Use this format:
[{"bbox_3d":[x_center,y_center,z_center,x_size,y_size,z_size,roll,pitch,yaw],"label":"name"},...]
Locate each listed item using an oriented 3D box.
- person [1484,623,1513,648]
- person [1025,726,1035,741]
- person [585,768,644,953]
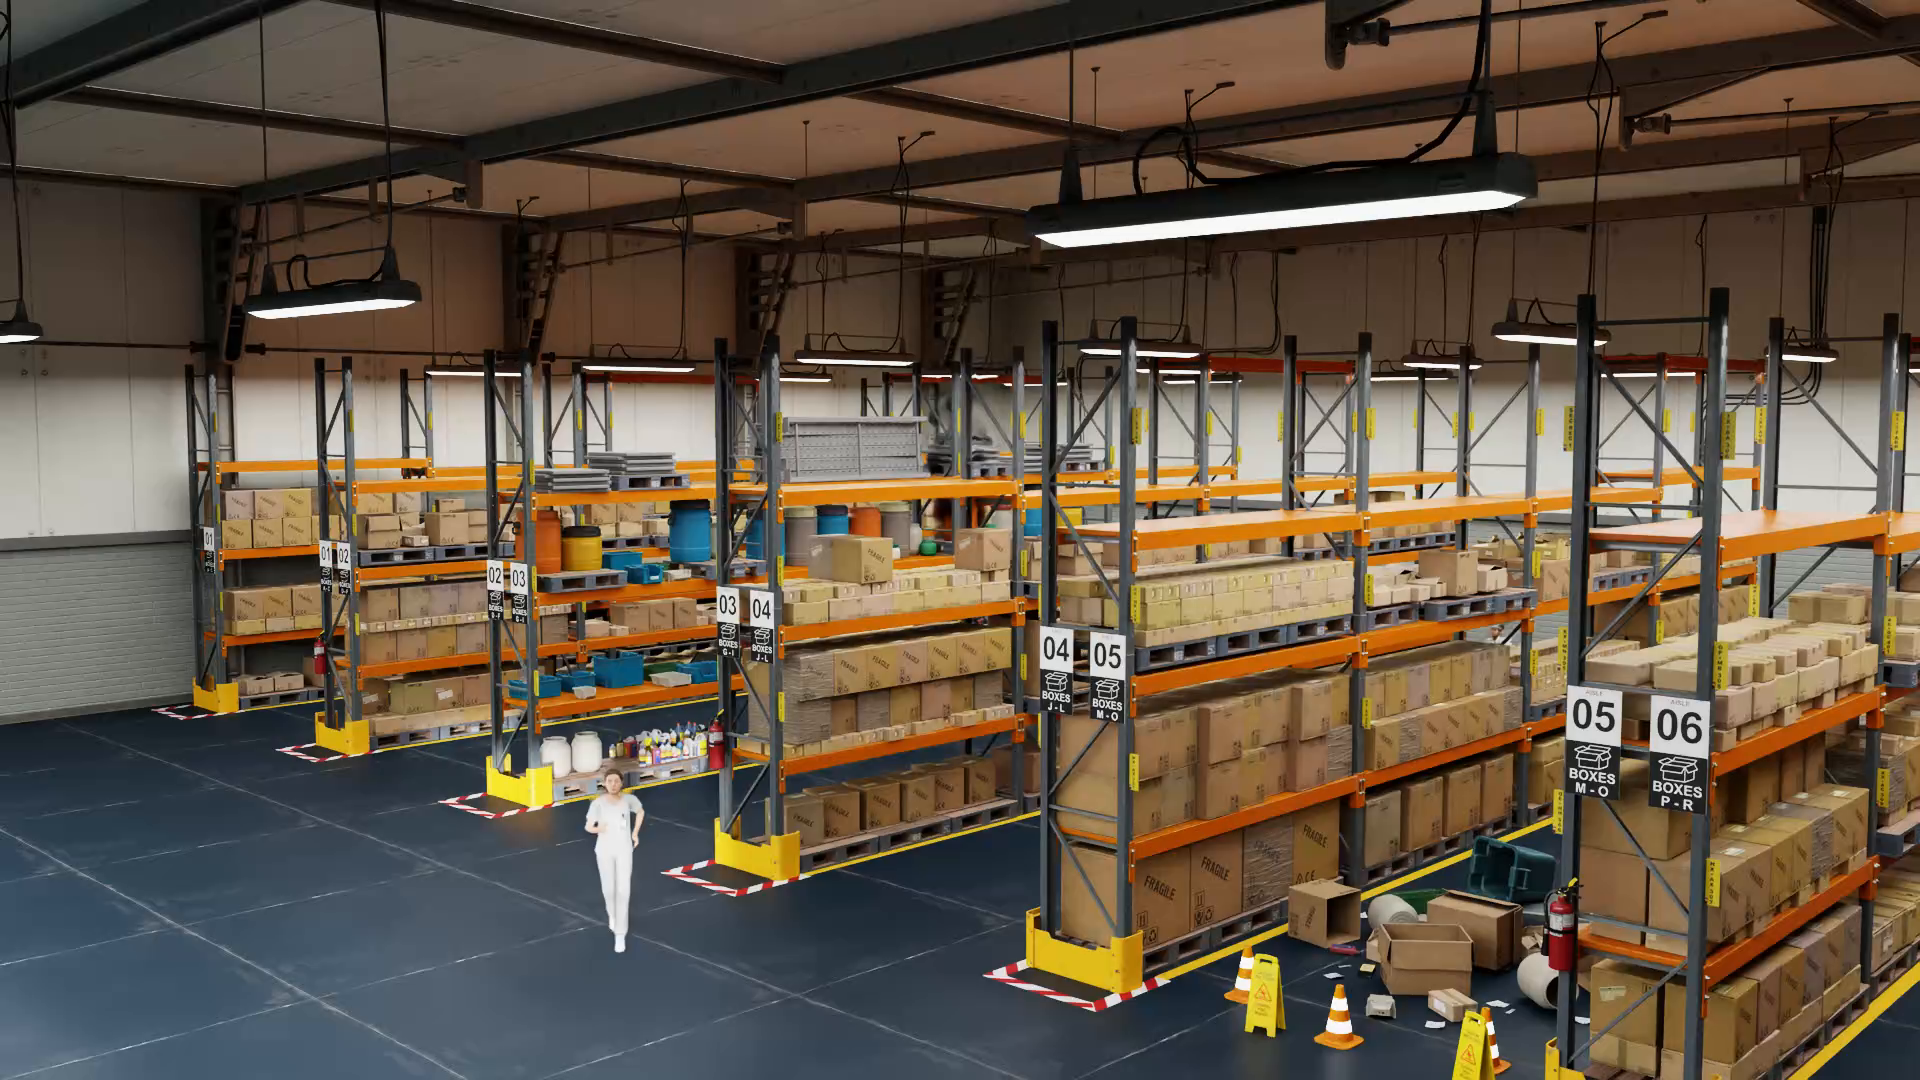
[{"bbox_3d":[9.080,2.195,28.164,0.674,1.644,0.573,4,6,39],"label":"person"},{"bbox_3d":[0.931,2.429,24.446,0.664,1.789,0.847,3,6,38],"label":"person"},{"bbox_3d":[-3.364,3.063,16.198,0.559,1.685,0.884,-1,4,-9],"label":"person"}]
